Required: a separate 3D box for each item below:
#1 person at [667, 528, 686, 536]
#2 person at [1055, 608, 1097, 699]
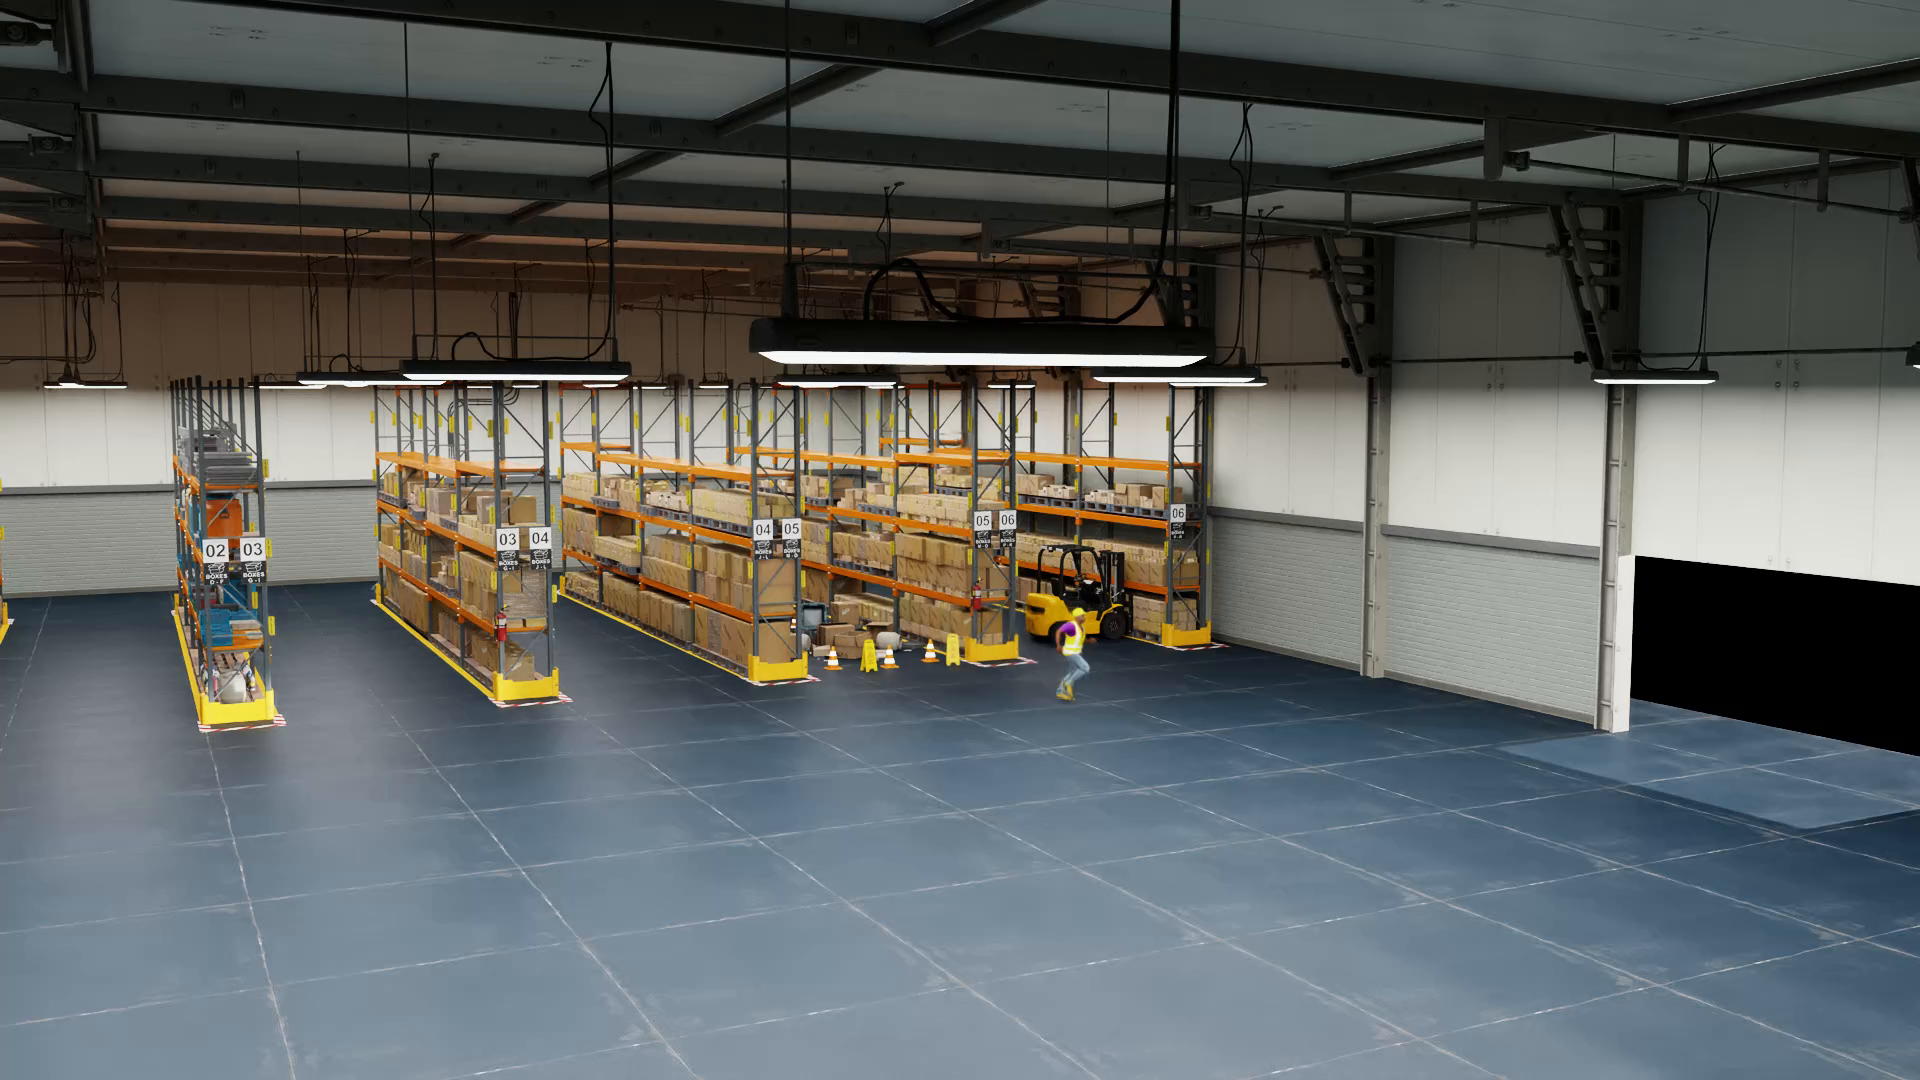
[{"bbox_3d":[-8.814,0.263,51.235,0.709,1.737,1.008,4,7,39],"label":"person"},{"bbox_3d":[2.146,2.111,30.814,0.745,1.707,0.744,2,6,25],"label":"person"}]
